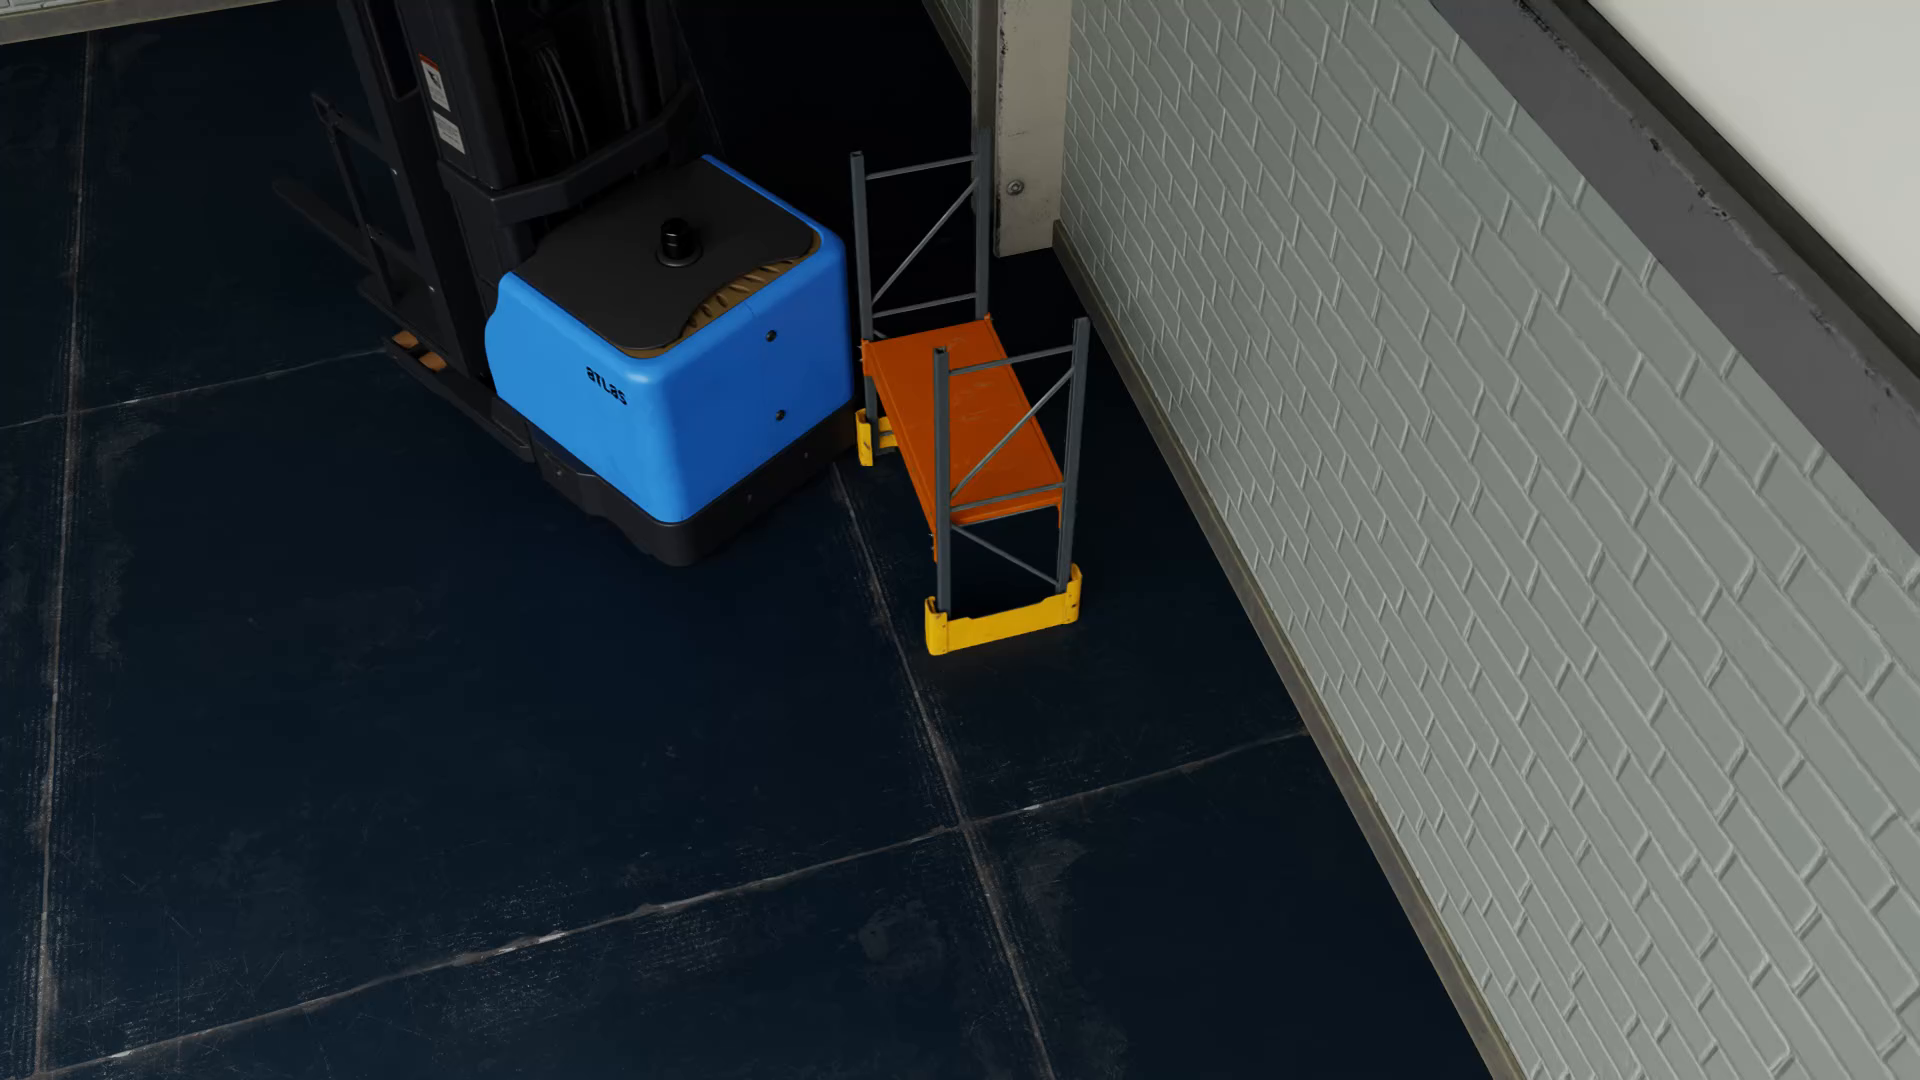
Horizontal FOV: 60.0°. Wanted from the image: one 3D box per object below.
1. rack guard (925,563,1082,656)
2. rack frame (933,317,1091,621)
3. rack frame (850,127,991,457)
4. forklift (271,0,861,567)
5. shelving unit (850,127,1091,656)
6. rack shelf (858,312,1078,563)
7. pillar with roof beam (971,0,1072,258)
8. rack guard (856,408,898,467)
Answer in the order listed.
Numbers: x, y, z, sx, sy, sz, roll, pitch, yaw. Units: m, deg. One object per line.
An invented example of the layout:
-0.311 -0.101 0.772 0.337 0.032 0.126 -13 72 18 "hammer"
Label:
0.161 0.258 6.159 0.587 0.250 0.087 -13 51 -11 "rack guard"
0.161 -0.144 5.680 0.500 1.500 0.032 -13 51 -11 "rack frame"
-0.135 -0.888 6.307 0.500 1.500 0.032 -13 51 -11 "rack frame"
-1.825 -1.843 6.176 3.031 2.935 1.130 35 58 26 "forklift"
0.016 -0.510 5.988 0.587 1.500 1.083 -13 51 -11 "shelving unit"
0.013 -0.400 6.131 0.538 0.185 1.000 -13 51 -11 "rack shelf"
-3.858 -3.402 3.522 9.100 9.000 0.400 -13 51 -11 "pillar with roof beam"
-0.129 -0.471 6.773 0.587 0.250 0.087 -13 51 -11 "rack guard"
